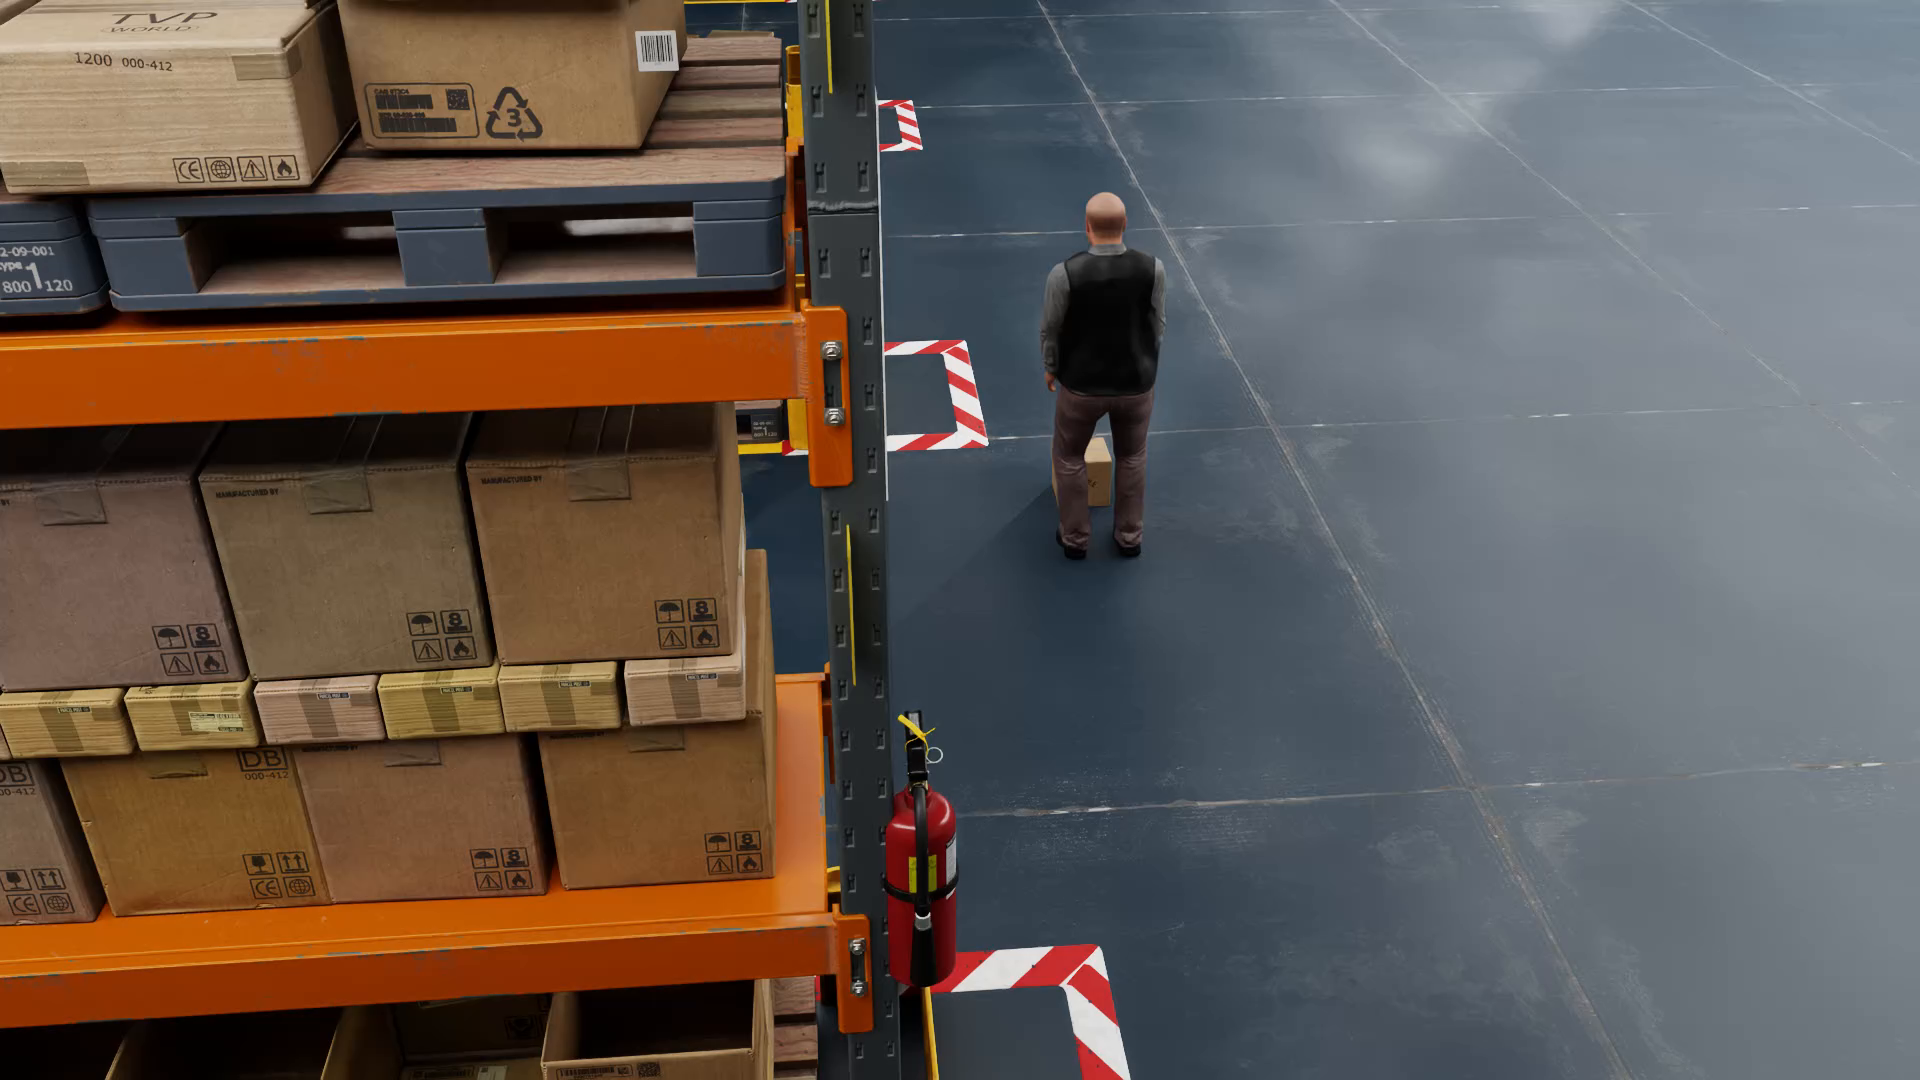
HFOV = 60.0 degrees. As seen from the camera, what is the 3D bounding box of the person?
[{"bbox_3d":[0.619,-0.689,7.353,0.552,1.685,0.403,-2,31,-3],"label":"person"}]
